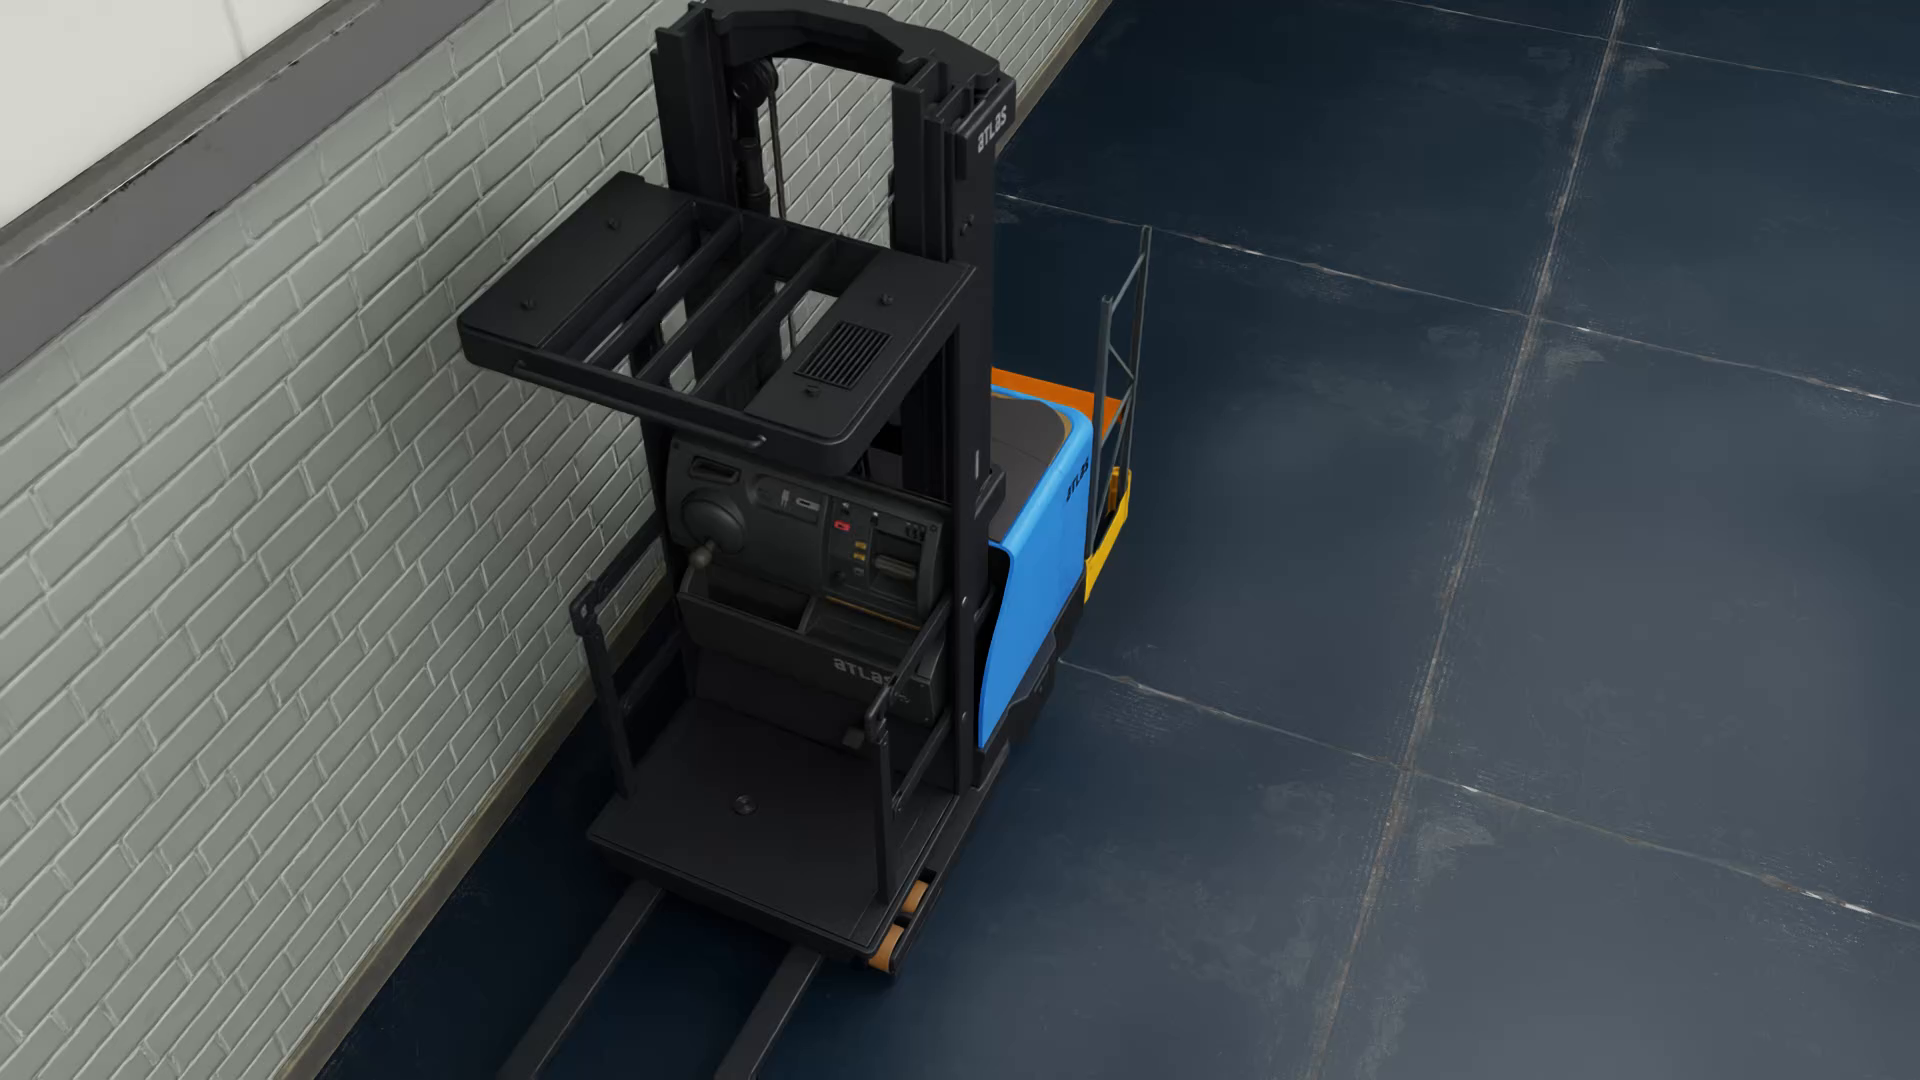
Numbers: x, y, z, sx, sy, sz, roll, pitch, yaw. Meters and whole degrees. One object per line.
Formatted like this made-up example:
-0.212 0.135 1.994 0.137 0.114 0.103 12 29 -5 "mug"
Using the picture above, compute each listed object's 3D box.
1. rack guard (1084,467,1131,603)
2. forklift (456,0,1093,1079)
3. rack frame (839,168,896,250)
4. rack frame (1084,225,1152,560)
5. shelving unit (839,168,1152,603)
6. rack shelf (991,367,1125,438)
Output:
0.582 -0.024 6.936 0.087 0.250 0.587 16 47 15 "rack guard"
-0.575 0.063 4.947 1.130 2.935 3.031 18 48 17 "forklift"
-0.342 -0.732 6.761 0.032 1.500 0.500 16 47 15 "rack frame"
0.600 -0.462 6.490 0.032 1.500 0.500 16 47 15 "rack frame"
0.121 -0.599 6.628 1.083 1.500 0.587 16 47 15 "shelving unit"
0.129 -0.469 6.752 1.000 0.185 0.538 16 47 15 "rack shelf"
